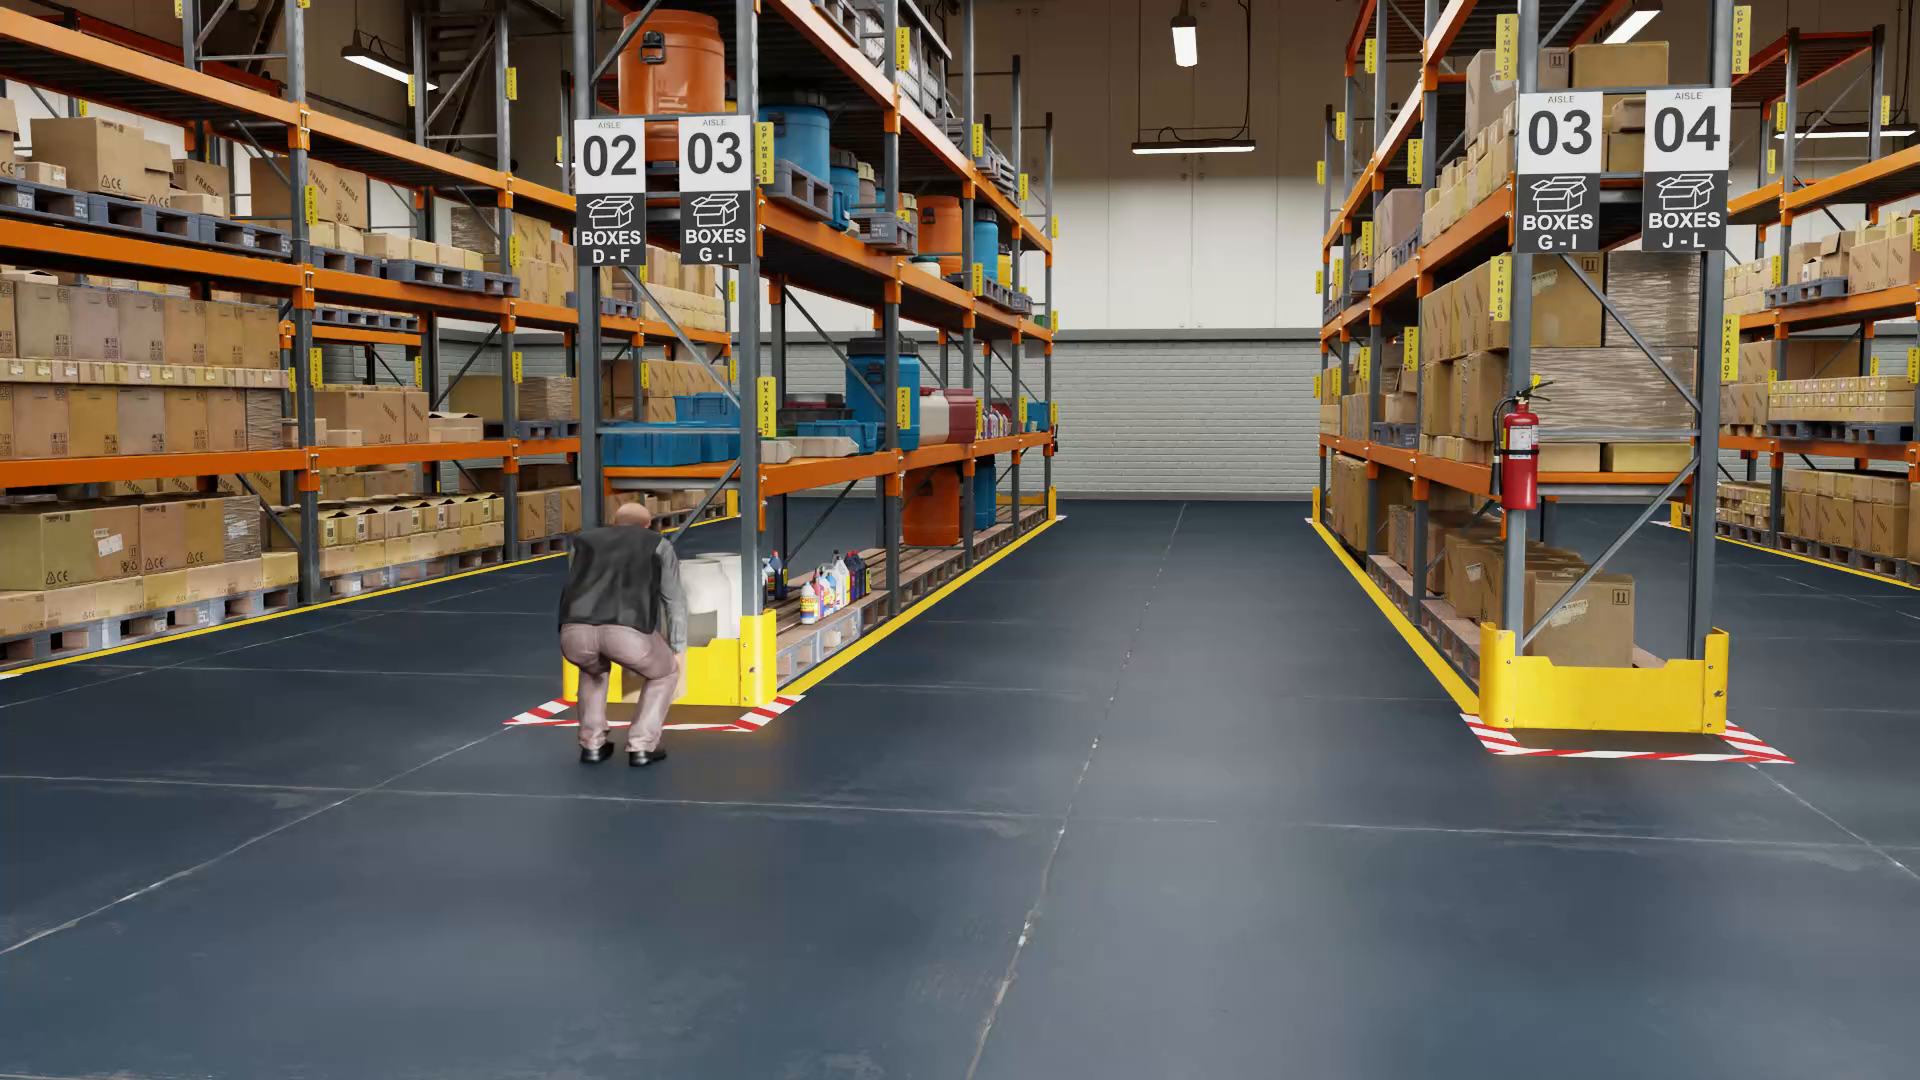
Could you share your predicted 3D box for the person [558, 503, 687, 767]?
[{"bbox_3d":[-1.610,0.431,7.771,0.575,1.179,0.806,1,4,9],"label":"person"}]
